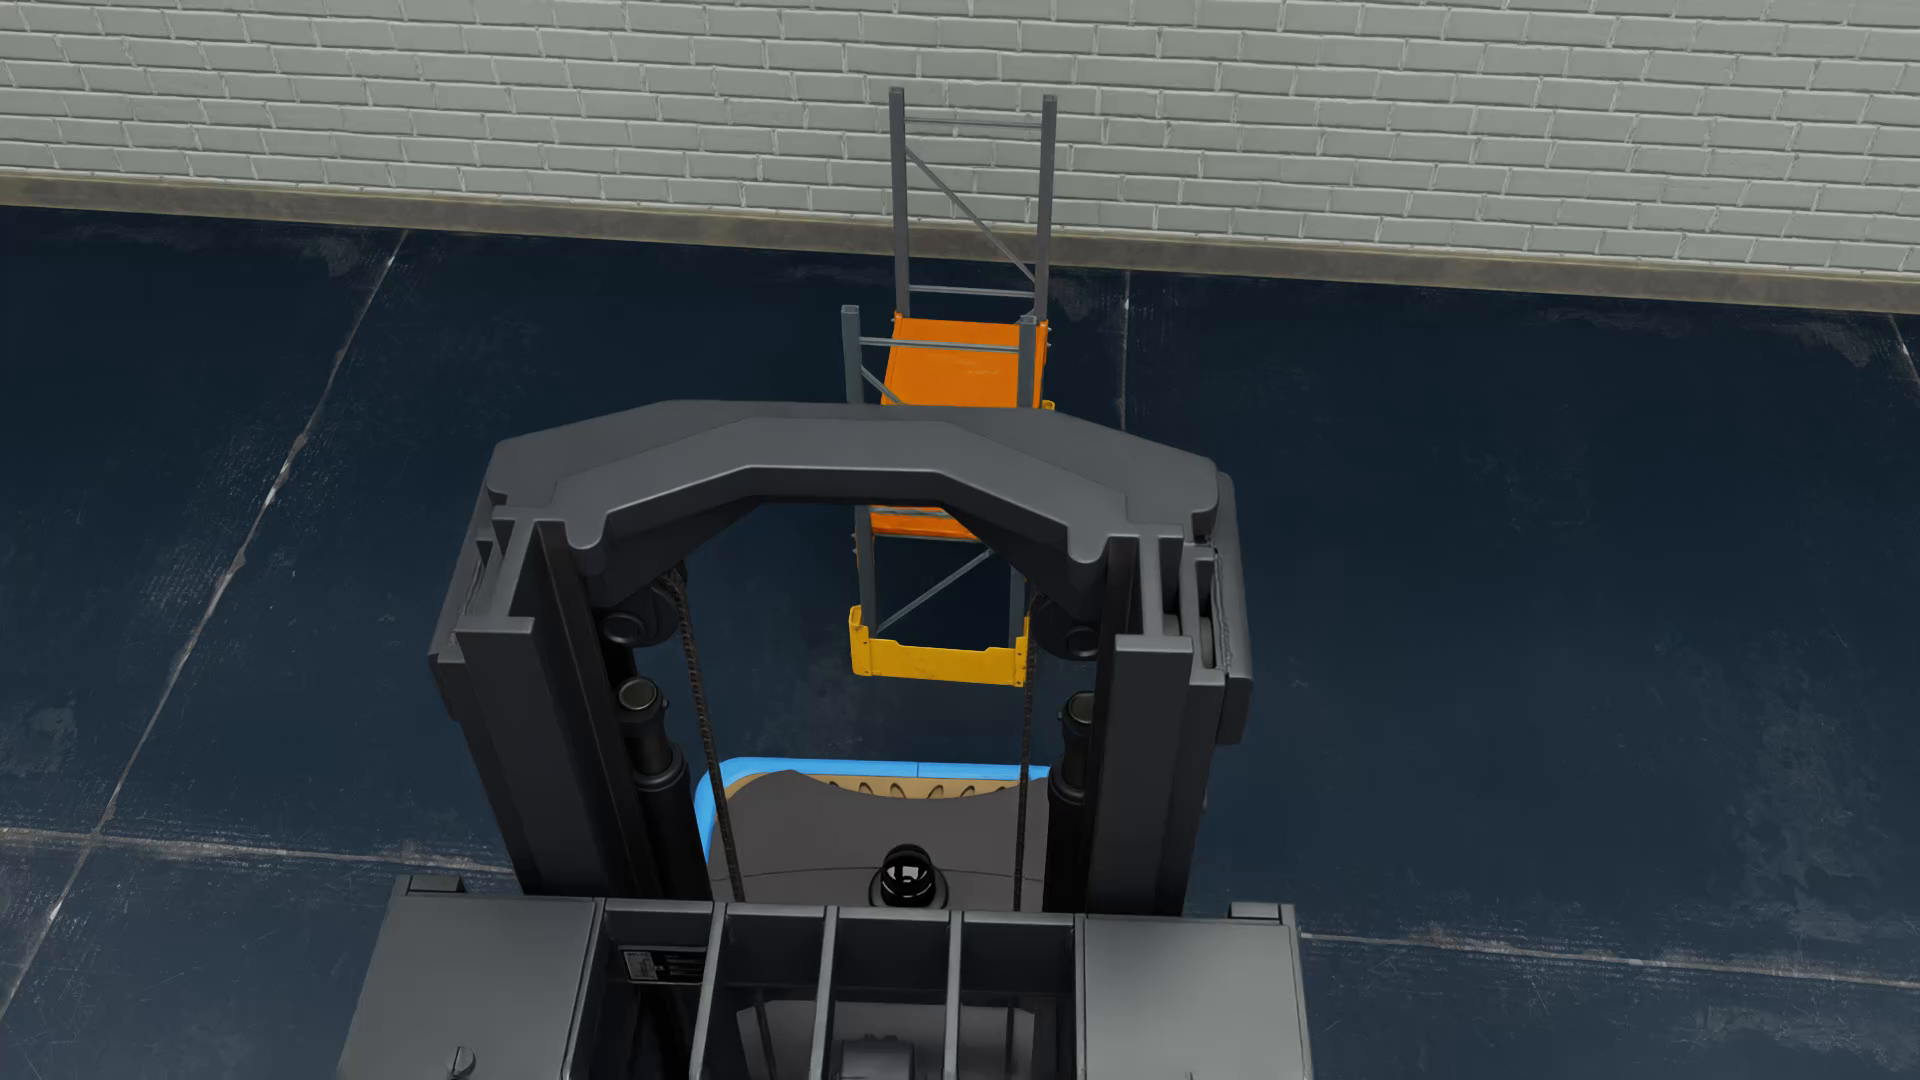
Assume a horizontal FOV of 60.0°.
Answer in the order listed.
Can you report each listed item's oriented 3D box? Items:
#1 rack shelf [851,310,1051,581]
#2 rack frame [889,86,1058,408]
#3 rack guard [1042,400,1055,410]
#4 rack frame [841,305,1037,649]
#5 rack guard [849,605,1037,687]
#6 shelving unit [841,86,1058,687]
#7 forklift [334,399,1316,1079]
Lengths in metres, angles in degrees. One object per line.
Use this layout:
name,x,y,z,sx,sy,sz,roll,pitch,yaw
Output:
rack shelf,-0.008,-0.322,5.272,0.538,0.185,1.000,4,48,4
rack frame,0.039,-0.817,5.481,0.500,1.500,0.032,4,48,4
rack guard,0.038,-0.394,5.941,0.587,0.250,0.087,4,48,4
rack frame,-0.054,-0.070,4.798,0.500,1.500,0.032,4,48,4
rack guard,-0.052,0.338,5.272,0.587,0.250,0.087,4,48,4
shelving unit,-0.007,-0.450,5.145,0.587,1.500,1.083,4,48,4
forklift,-0.152,1.337,2.541,1.130,2.935,3.031,2,48,1
